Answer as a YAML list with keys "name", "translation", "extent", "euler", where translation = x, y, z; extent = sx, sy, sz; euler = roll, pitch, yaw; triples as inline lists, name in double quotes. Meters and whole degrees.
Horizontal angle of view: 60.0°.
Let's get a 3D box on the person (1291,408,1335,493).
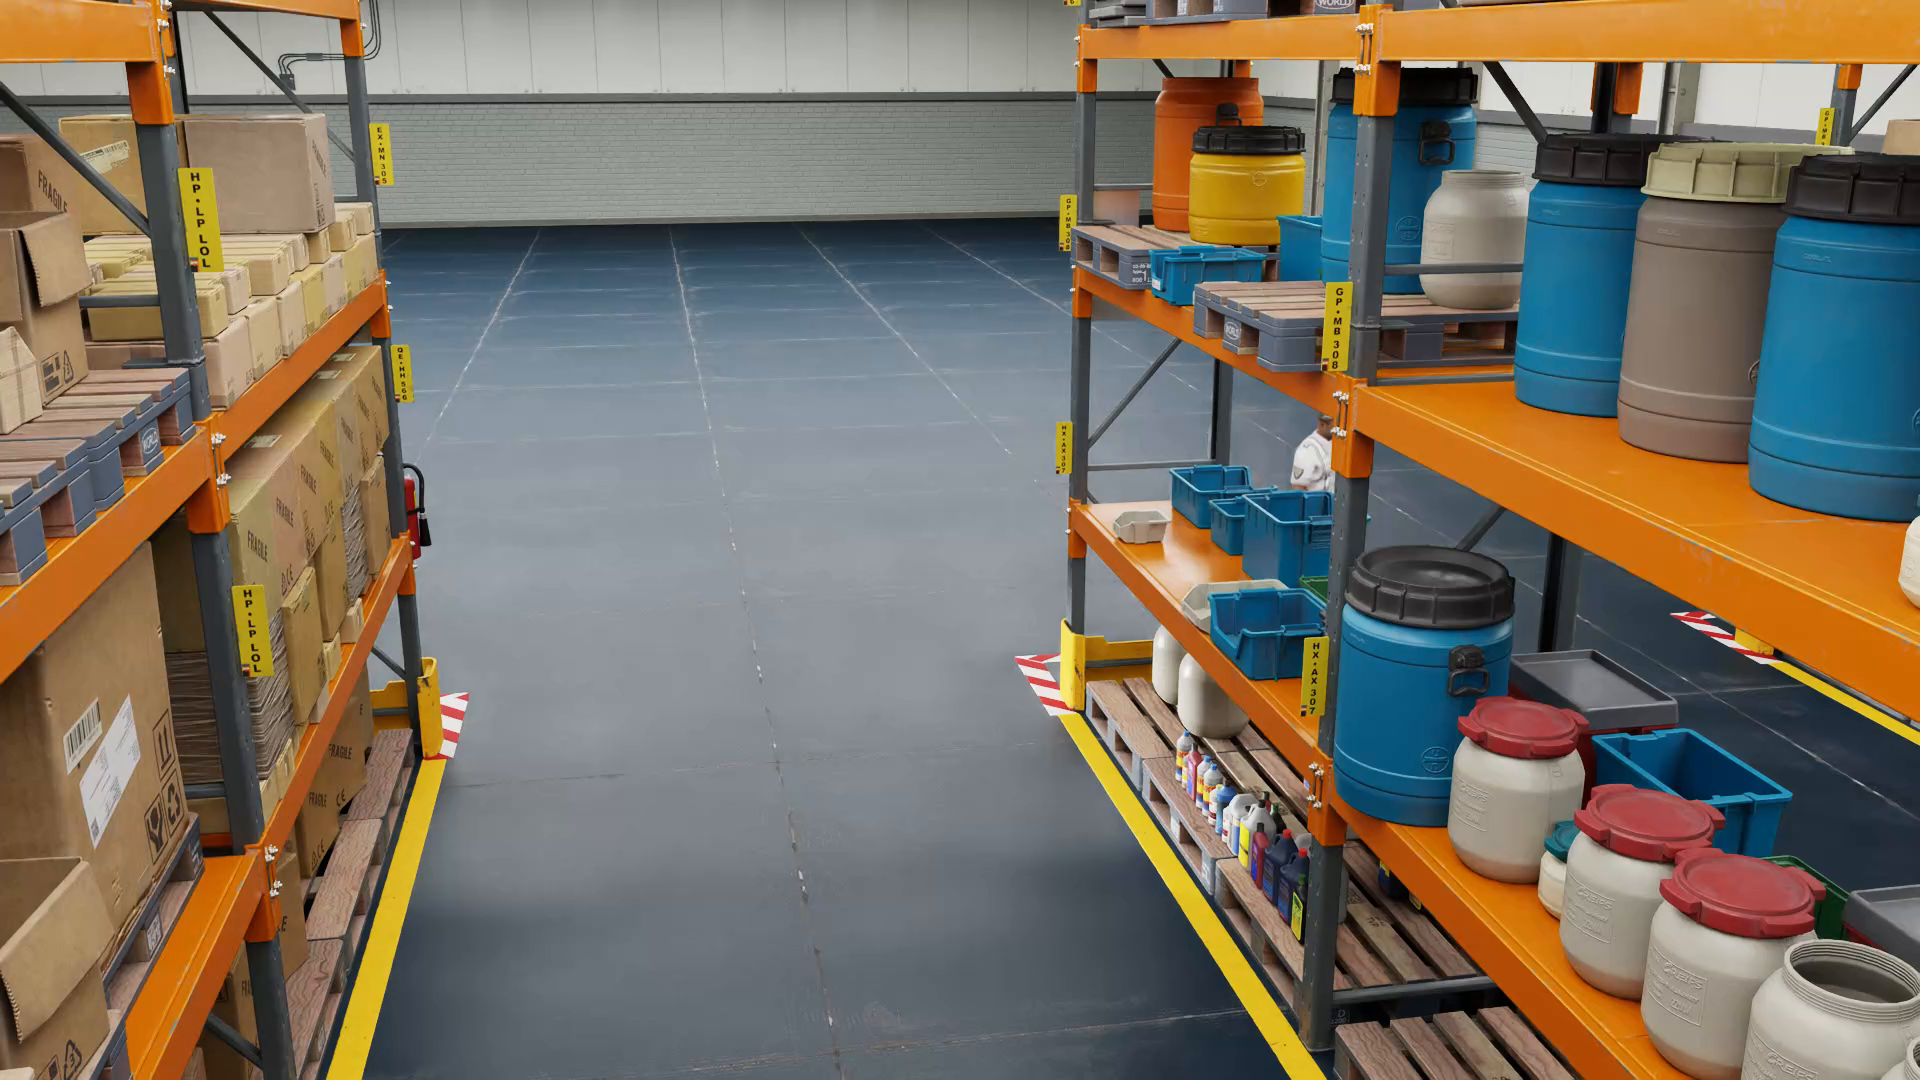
- name: "person"
  translation: [2.540, -0.076, 11.277]
  extent: [0.562, 1.760, 0.593]
  euler: [14, 21, 39]
